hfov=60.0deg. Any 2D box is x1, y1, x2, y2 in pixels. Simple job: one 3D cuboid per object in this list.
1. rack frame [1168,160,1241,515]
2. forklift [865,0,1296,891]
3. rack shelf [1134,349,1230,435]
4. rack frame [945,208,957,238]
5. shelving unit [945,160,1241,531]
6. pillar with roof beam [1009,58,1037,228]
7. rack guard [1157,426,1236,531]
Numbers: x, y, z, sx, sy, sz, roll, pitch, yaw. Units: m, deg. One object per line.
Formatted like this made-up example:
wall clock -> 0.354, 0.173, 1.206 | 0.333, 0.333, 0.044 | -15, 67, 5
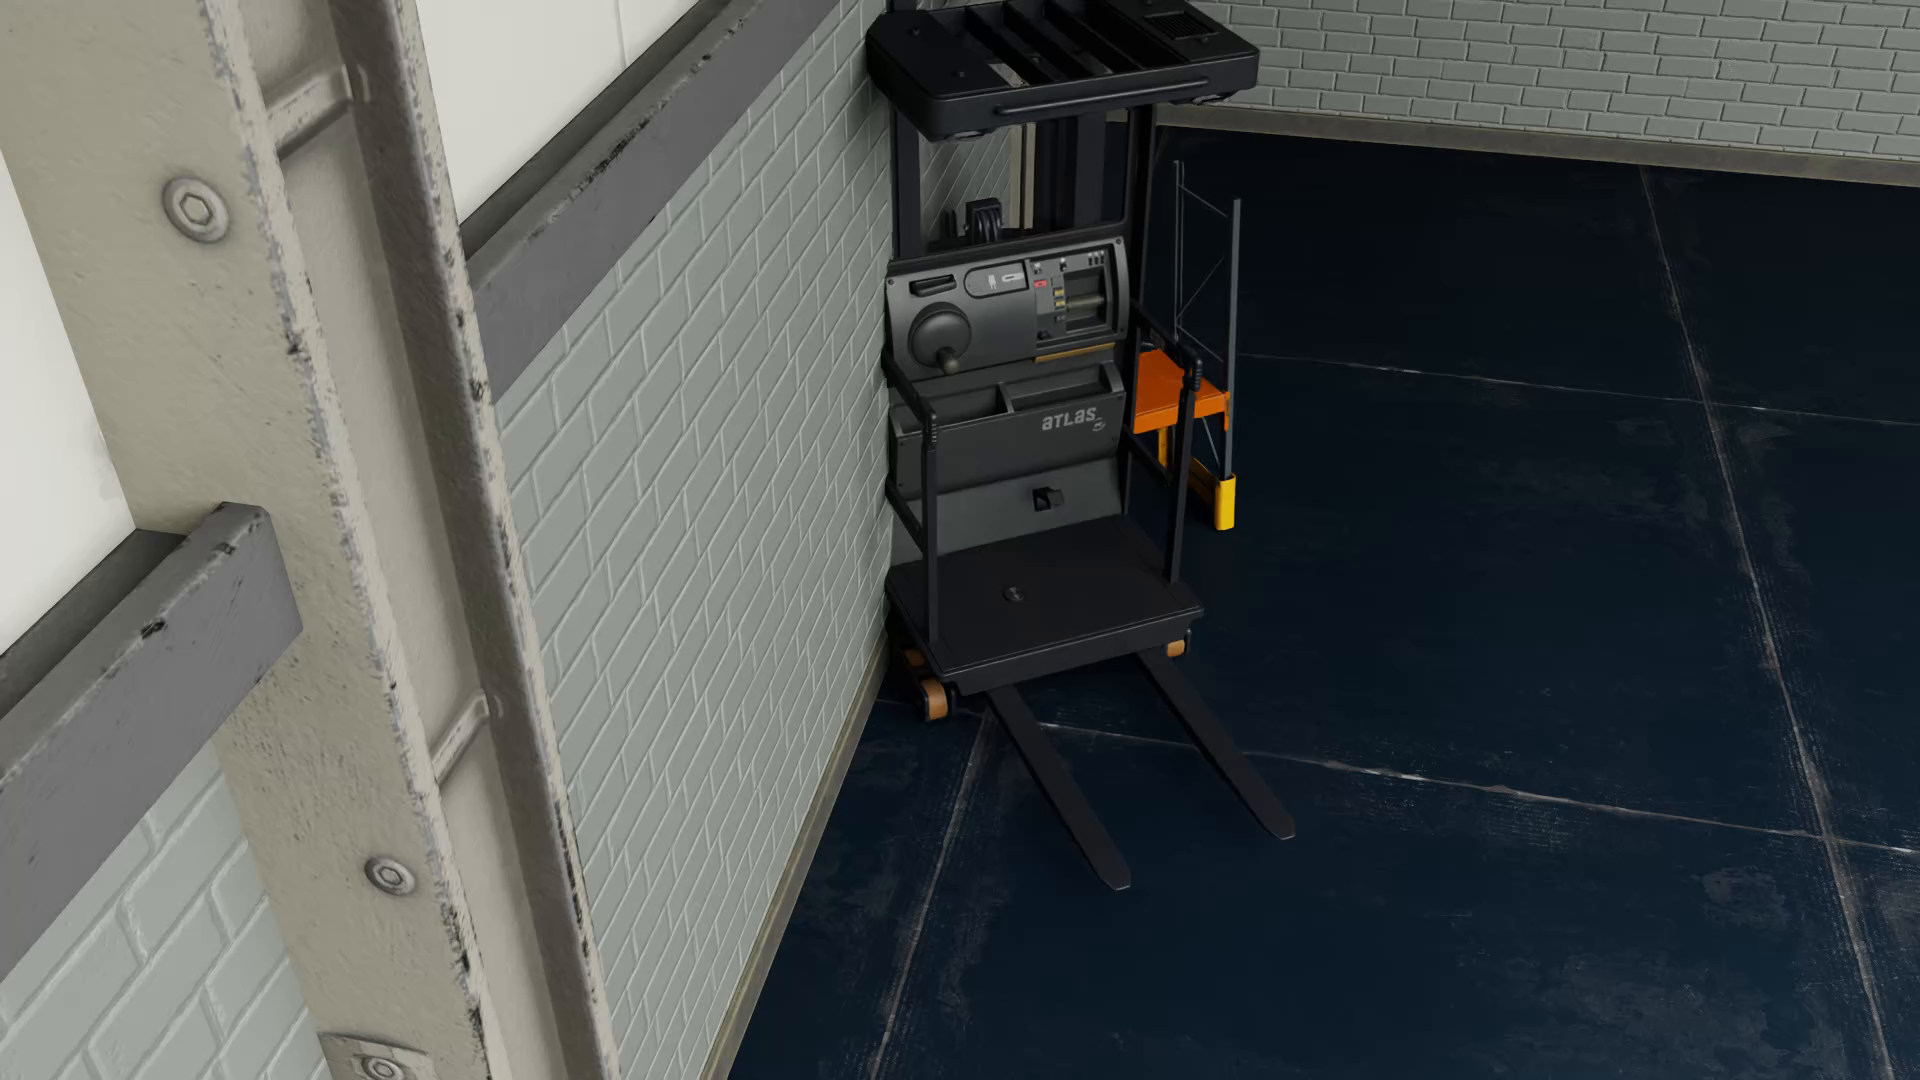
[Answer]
rack frame -> 1.030, -0.821, 7.086 | 0.032, 1.500, 0.500 | -15, 35, -17
forklift -> 0.256, -0.783, 5.832 | 1.130, 2.935, 3.031 | -13, 38, -17
rack shelf -> 0.571, -0.541, 7.037 | 1.000, 0.185, 0.538 | -15, 35, -17
rack frame -> 0.092, -0.562, 6.791 | 0.032, 1.500, 0.500 | -15, 35, -17
shelving unit -> 0.552, -0.689, 6.936 | 1.083, 1.500, 0.587 | -15, 35, -17
pillar with roof beam -> 4.634, -4.195, 5.370 | 9.100, 9.000, 0.400 | 7, 37, 10
rack guard -> 1.048, -0.294, 7.422 | 0.087, 0.250, 0.587 | -15, 35, -17
